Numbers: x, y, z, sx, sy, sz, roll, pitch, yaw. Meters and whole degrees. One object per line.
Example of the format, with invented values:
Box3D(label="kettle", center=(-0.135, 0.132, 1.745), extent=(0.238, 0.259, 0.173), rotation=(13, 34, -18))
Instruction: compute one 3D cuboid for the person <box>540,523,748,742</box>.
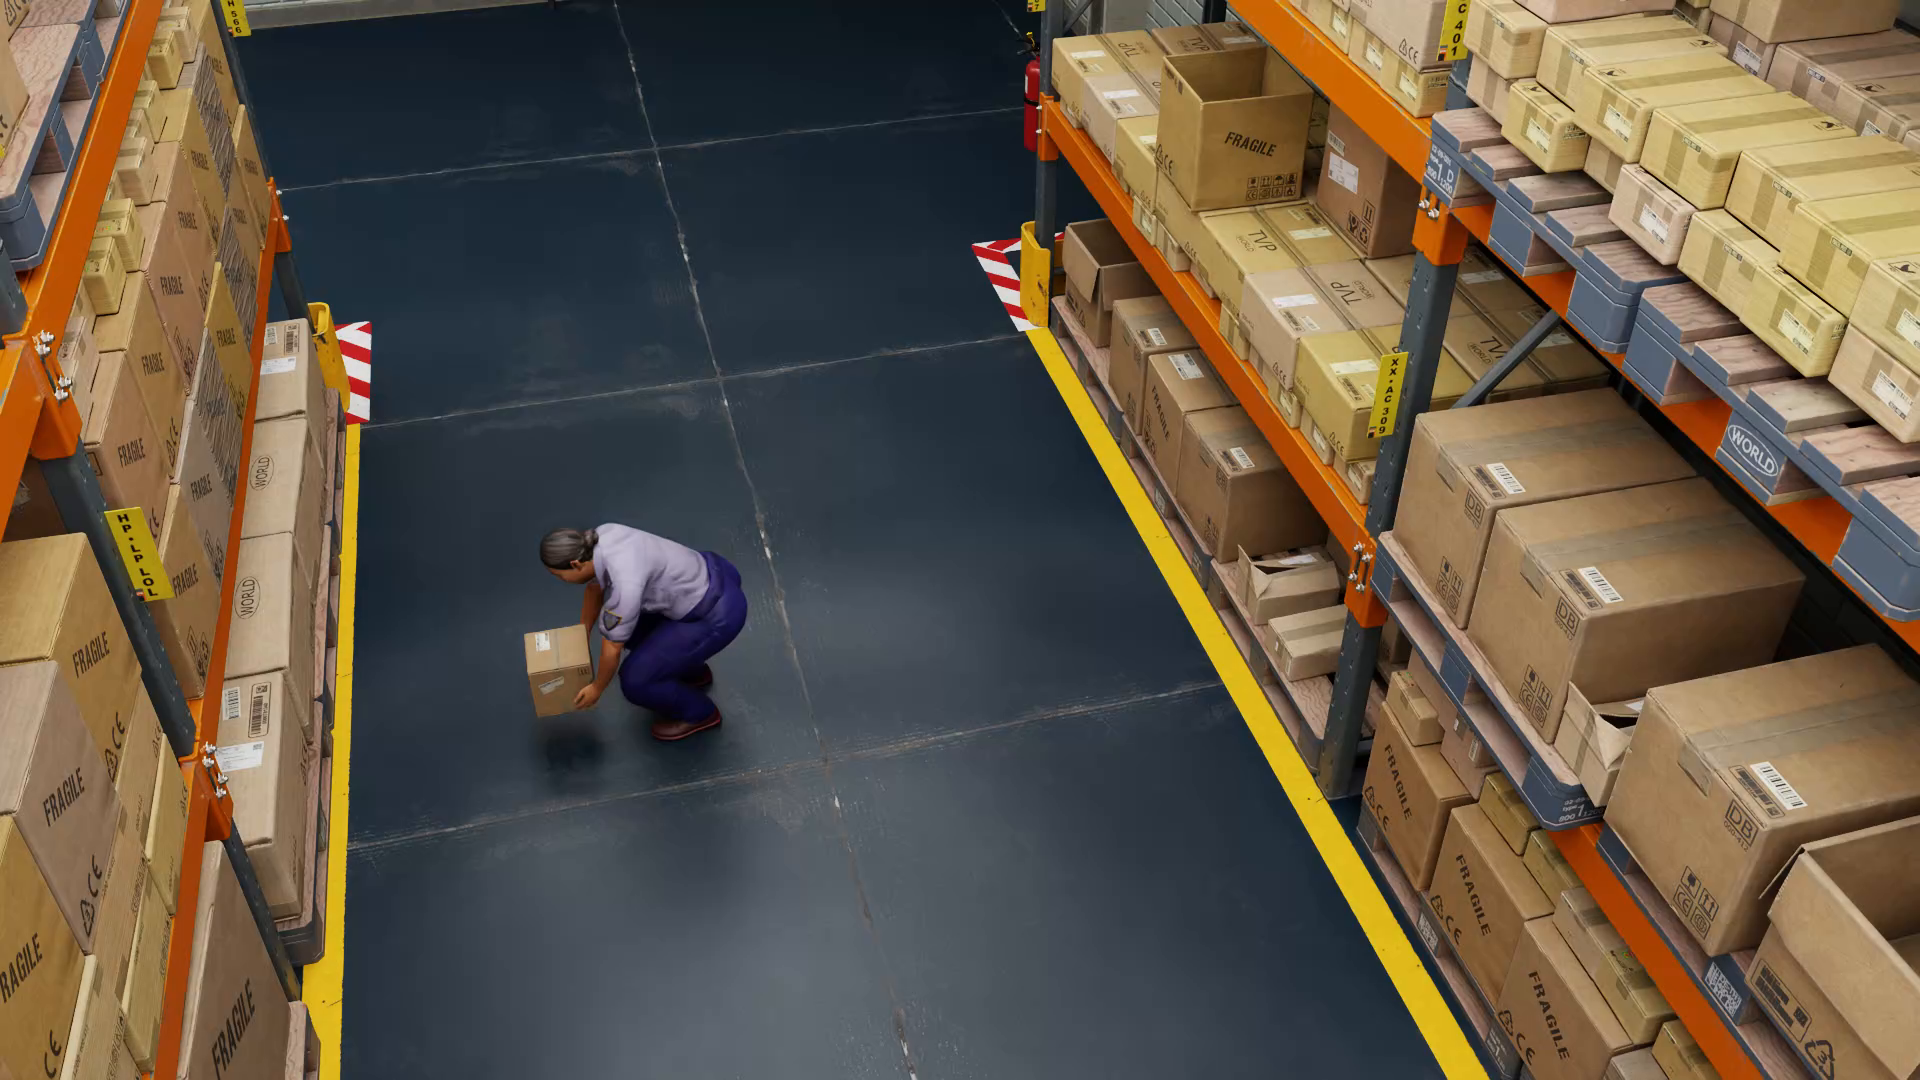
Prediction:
Box3D(label="person", center=(-1.254, 0.324, 6.782), extent=(0.773, 1.076, 0.536), rotation=(-10, 39, -12))
